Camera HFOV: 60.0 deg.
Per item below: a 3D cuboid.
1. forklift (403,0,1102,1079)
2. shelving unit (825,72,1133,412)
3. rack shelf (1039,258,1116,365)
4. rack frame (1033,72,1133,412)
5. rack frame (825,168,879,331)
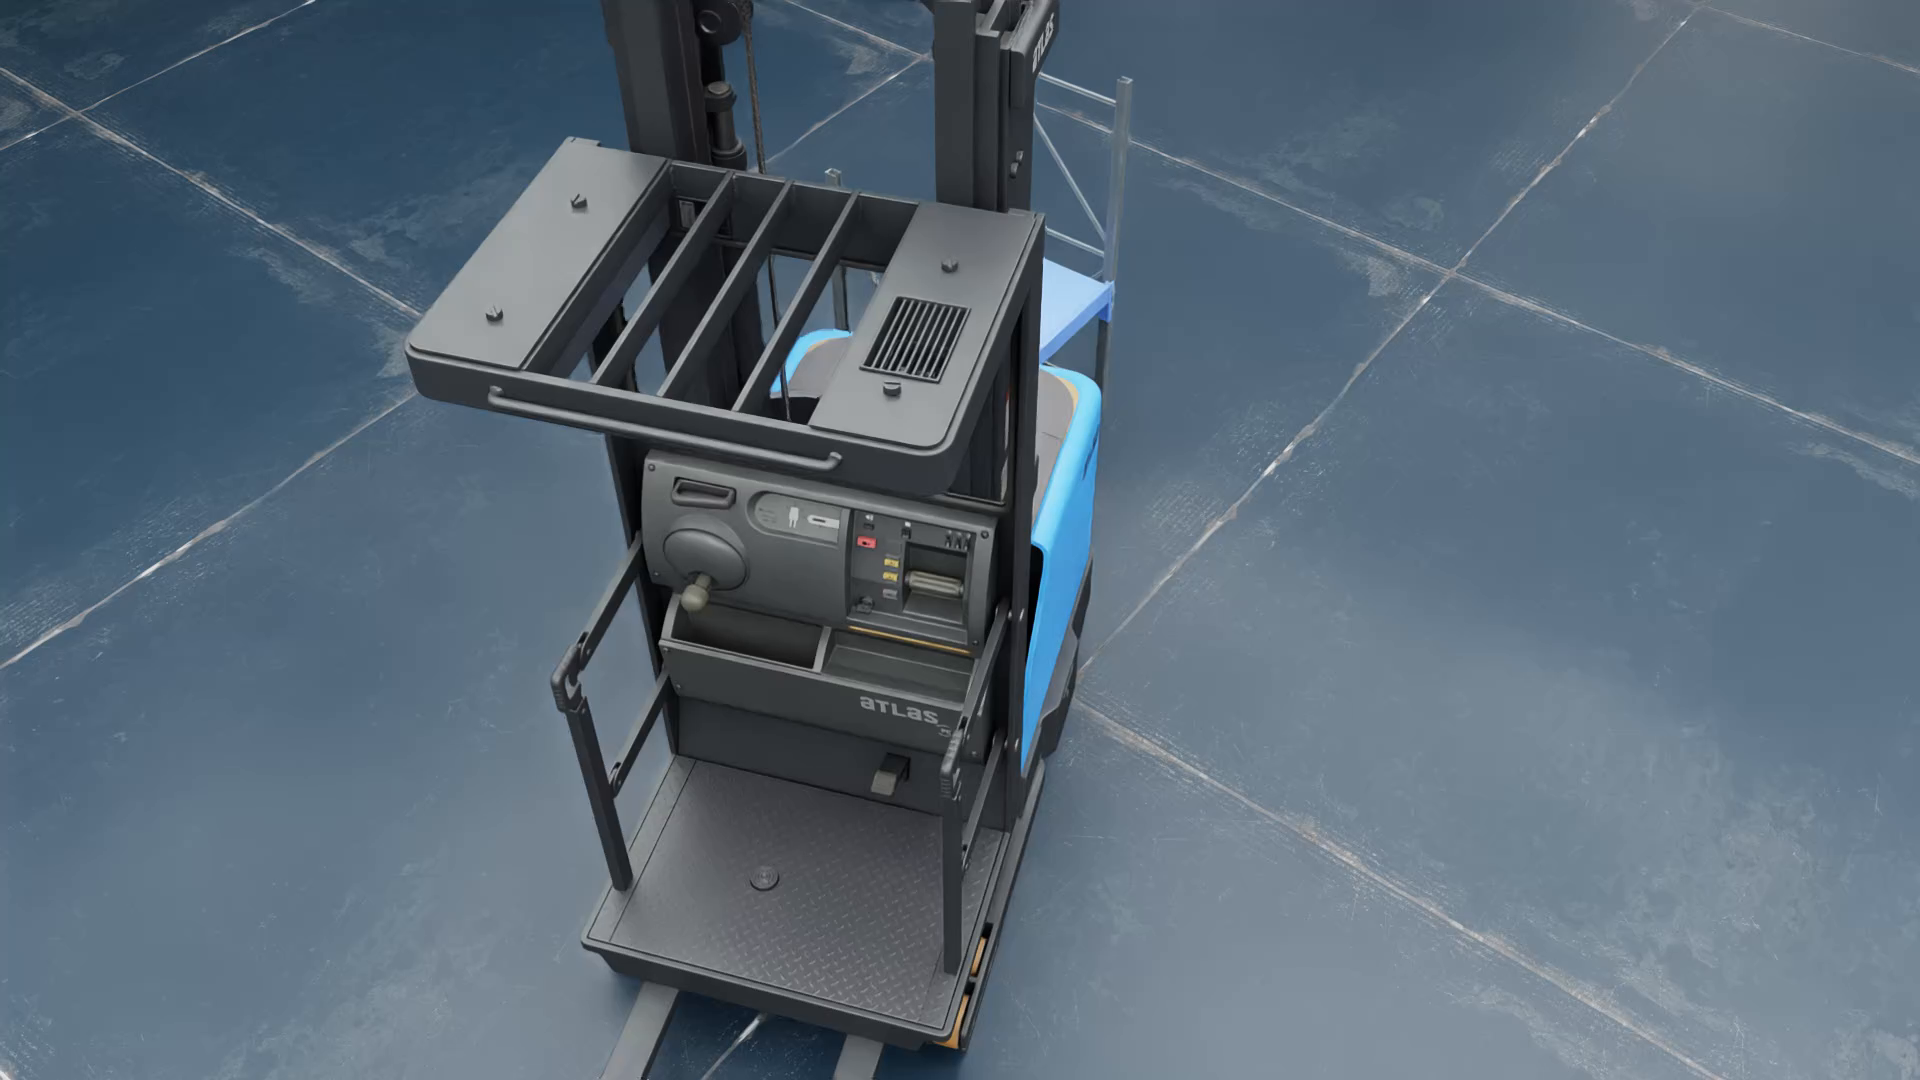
[{"bbox_3d":[-0.425,0.138,4.091,1.130,2.935,3.031,11,47,11],"label":"forklift"},{"bbox_3d":[0.080,-0.853,6.028,0.538,1.500,1.048,28,52,24],"label":"shelving unit"},{"bbox_3d":[0.080,-0.729,6.158,0.538,0.185,1.000,28,52,24],"label":"rack shelf"},{"bbox_3d":[0.379,-1.150,6.312,0.500,1.500,0.032,28,52,24],"label":"rack frame"},{"bbox_3d":[-0.220,-0.556,5.744,0.500,1.500,0.032,28,52,24],"label":"rack frame"}]
